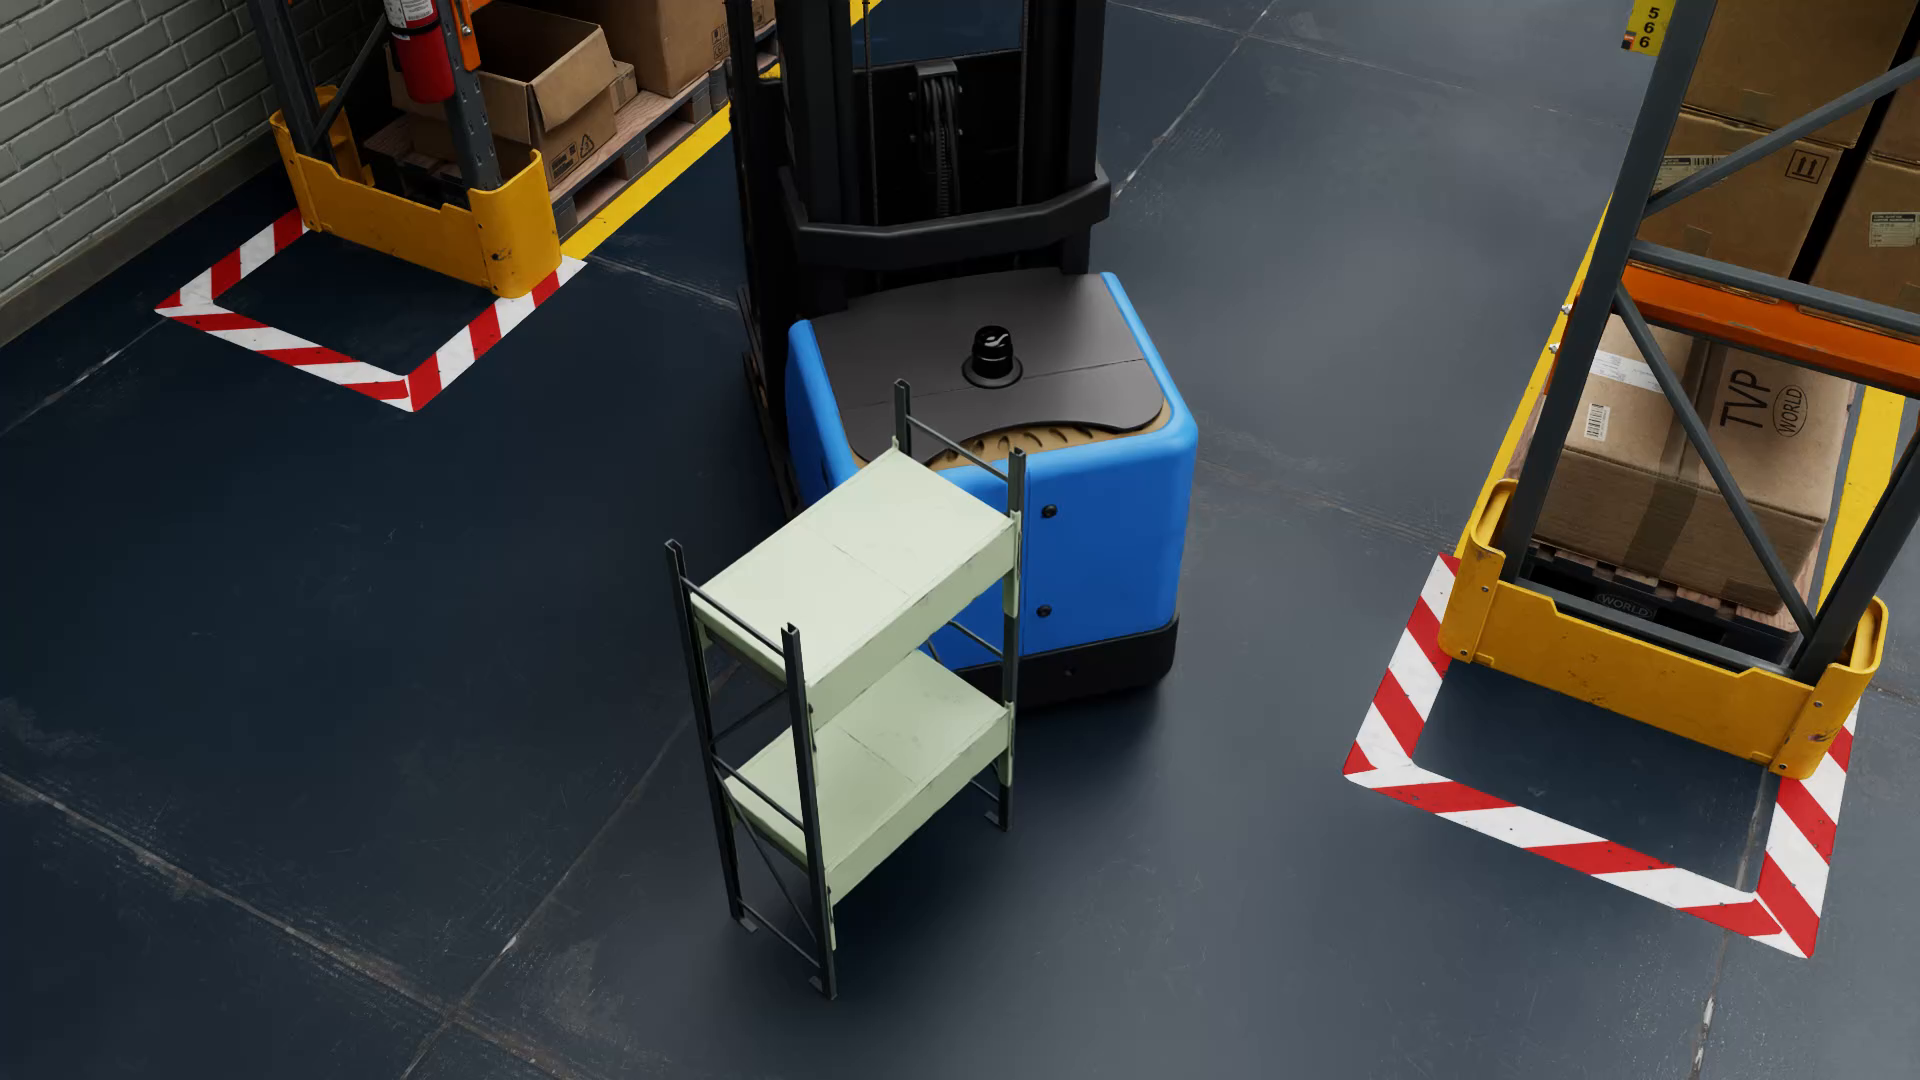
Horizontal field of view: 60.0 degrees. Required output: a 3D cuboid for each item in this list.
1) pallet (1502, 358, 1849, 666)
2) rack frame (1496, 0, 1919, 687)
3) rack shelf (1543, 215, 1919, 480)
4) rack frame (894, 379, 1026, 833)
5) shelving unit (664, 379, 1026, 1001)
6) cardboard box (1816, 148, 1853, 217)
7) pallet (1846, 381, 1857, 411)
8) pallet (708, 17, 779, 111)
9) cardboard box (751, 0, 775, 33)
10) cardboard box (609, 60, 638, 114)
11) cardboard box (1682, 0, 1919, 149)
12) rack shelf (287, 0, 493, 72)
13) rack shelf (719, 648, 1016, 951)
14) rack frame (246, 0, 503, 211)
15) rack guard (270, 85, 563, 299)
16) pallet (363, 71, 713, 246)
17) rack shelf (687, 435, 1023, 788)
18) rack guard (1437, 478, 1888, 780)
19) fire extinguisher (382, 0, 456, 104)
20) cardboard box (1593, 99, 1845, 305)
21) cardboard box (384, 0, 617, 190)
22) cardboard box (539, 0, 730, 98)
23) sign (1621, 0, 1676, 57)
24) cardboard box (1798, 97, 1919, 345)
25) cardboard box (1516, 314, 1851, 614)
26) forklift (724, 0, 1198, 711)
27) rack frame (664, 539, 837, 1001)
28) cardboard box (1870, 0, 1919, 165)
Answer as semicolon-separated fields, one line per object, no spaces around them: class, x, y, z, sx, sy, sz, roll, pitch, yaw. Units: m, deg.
pallet;2.443;-0.177;5.777;1.003;0.211;1.213;20;49;19
rack frame;2.141;-0.628;4.261;1.000;3.000;0.127;20;49;19
rack shelf;3.069;-1.635;5.763;1.077;0.370;4.000;20;49;19
rack frame;-0.003;0.236;4.463;0.400;1.500;0.023;32;54;28
shelving unit;-0.247;0.430;4.271;0.431;1.500;0.755;32;54;28
cardboard box;2.828;-1.198;4.755;0.500;0.500;0.500;20;49;19
pallet;3.010;-0.943;6.533;1.003;0.211;1.213;20;49;19
pallet;-1.285;-2.600;8.171;1.003;0.211;1.213;20;49;19
cardboard box;-1.124;-2.713;7.784;0.500;0.500;0.500;21;49;20
cardboard box;-1.658;-2.019;7.345;0.380;0.149;0.250;19;48;18
cardboard box;2.154;-1.397;4.248;0.500;0.500;0.500;22;49;20
rack shelf;-1.329;-3.271;7.380;1.077;0.370;4.000;20;49;19
rack shelf;-0.247;0.659;4.502;0.431;0.370;0.720;32;54;28
rack frame;-2.257;-2.264;5.879;1.000;3.000;0.127;20;49;19
rack guard;-2.222;-1.433;6.815;1.175;0.500;0.348;20;49;19
pallet;-1.853;-1.834;7.415;1.003;0.211;1.213;20;49;19
rack shelf;-0.247;0.156;3.993;0.431;0.370;0.720;32;54;28
rack guard;2.130;0.266;5.136;1.175;0.500;0.348;20;49;19
fire extinguisher;-1.916;-1.861;5.797;0.296;0.674;0.183;20;49;19
cardboard box;2.130;-1.054;4.613;0.500;0.500;0.500;21;49;19
cardboard box;-1.889;-1.888;6.967;0.797;0.503;0.637;19;48;18
cardboard box;-1.458;-2.413;7.488;0.700;0.500;0.500;22;49;21
sign;1.667;-1.306;3.951;0.100;0.325;0.005;20;49;19
cardboard box;2.618;-0.871;4.431;0.500;0.500;0.500;20;49;19
cardboard box;2.359;-0.324;5.467;0.875;0.438;0.875;19;48;18
forklift;-0.191;-1.499;5.171;1.130;2.935;3.031;-11;46;-10
rack frame;-0.490;0.624;4.078;0.400;1.500;0.023;32;54;28
cardboard box;2.616;-1.223;4.076;0.500;0.500;0.500;19;48;18
